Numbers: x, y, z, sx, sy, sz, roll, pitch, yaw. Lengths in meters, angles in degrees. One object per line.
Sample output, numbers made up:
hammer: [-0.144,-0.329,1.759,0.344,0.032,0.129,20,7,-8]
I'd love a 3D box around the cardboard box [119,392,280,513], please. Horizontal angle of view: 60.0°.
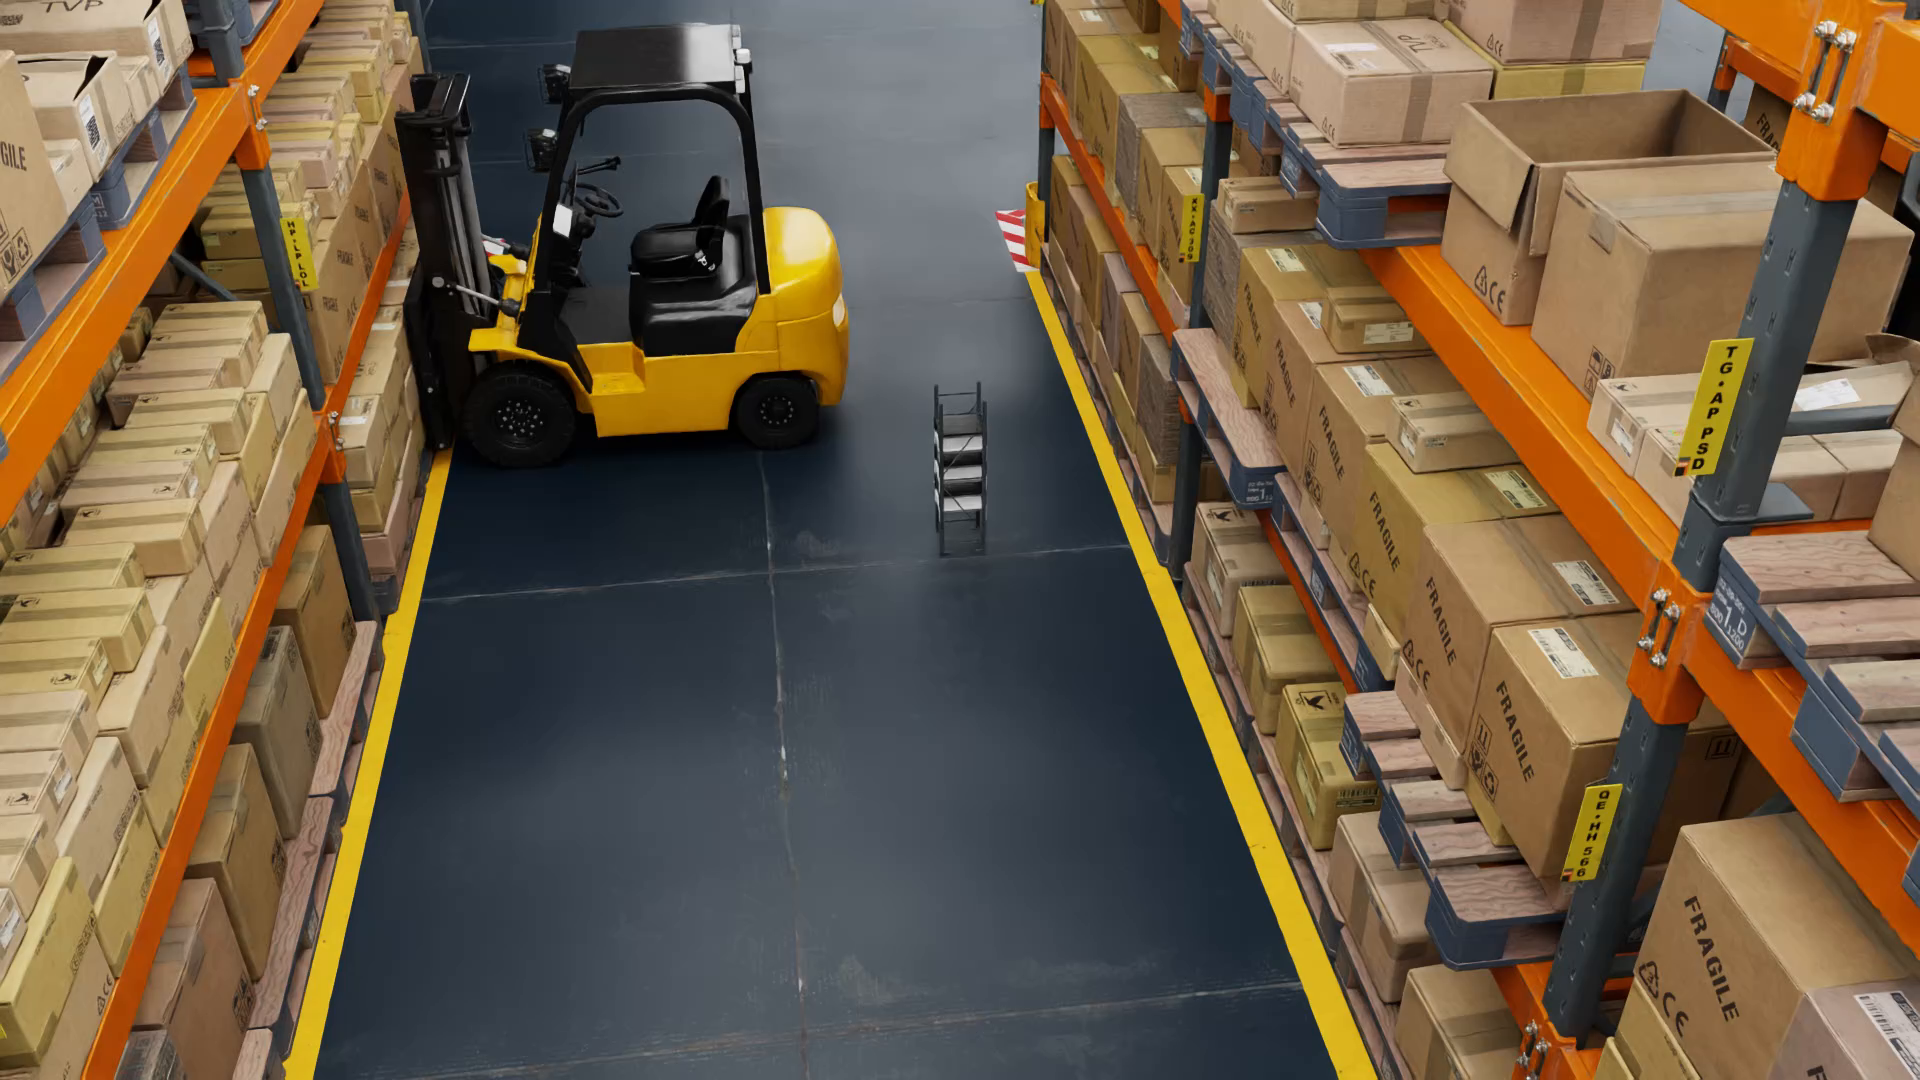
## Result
cardboard box: [-2.937,-0.320,6.374,0.500,0.250,0.500,-5,35,-8]

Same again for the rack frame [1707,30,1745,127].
rack frame: [5.939,-3.758,11.730,1.000,3.000,0.127,-4,35,-6]

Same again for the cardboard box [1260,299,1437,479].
cardboard box: [1.486,-0.593,6.359,0.500,0.500,0.500,-5,35,-7]

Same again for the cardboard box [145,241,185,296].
cardboard box: [-3.630,-1.186,7.290,0.380,0.149,0.250,-5,35,-7]

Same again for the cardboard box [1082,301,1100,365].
cardboard box: [1.029,-1.304,10.197,0.500,0.250,0.500,-2,34,-3]

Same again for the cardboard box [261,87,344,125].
cardboard box: [-3.384,-2.200,8.514,0.380,0.149,0.250,-4,35,-6]

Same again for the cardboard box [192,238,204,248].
cardboard box: [-3.724,-1.266,7.985,0.500,0.500,0.500,-4,34,-6]

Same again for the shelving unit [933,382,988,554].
shelving unit: [0.001,-0.367,8.619,0.258,0.900,0.210,-4,35,-6]

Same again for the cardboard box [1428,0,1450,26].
cardboard box: [1.871,-1.848,6.023,0.500,0.250,0.500,-4,34,-6]

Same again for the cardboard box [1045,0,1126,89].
cardboard box: [0.837,-3.206,10.566,0.500,0.500,0.500,-5,35,-7]

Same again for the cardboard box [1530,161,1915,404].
cardboard box: [2.006,-0.673,4.450,0.700,0.500,0.500,-4,35,-6]

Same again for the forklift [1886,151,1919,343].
forklift: [4.019,0.050,6.203,3.031,2.935,1.130,17,38,24]

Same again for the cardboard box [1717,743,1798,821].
cardboard box: [2.293,0.531,4.710,0.500,0.500,0.500,-5,35,-8]

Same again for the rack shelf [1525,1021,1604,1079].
rack shelf: [2.393,2.551,3.111,1.077,0.370,4.000,-4,35,-6]

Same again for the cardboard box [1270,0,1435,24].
cardboard box: [1.344,-2.018,5.830,0.500,0.250,0.500,-5,35,-7]

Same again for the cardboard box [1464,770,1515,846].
cardboard box: [1.739,0.759,4.952,0.380,0.149,0.250,-4,34,-6]

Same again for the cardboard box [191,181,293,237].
cardboard box: [-3.223,-1.487,7.468,0.380,0.149,0.250,-4,34,-6]

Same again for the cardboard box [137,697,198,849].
cardboard box: [-2.751,0.743,5.257,0.500,0.250,0.500,-5,35,-8]

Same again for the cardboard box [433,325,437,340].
cardboard box: [-3.348,-1.377,9.861,0.500,0.250,0.500,-5,35,-7]

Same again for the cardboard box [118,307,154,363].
cardboard box: [-3.498,-0.814,6.744,0.380,0.149,0.250,-5,35,-7]

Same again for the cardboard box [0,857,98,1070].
cardboard box: [-2.587,1.103,4.286,0.500,0.250,0.500,-4,35,-6]

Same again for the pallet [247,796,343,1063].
pallet: [-3.027,1.526,6.452,1.003,0.211,1.213,-4,35,-6]

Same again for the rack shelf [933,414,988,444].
rack shelf: [0.001,-0.563,8.485,0.258,0.077,0.200,-4,35,-6]

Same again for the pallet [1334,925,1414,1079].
pallet: [2.020,1.854,5.971,1.003,0.211,1.213,-4,35,-6]

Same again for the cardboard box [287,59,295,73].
cardboard box: [-3.982,-2.620,9.395,0.380,0.149,0.250,-6,35,-8]

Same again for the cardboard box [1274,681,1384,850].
cardboard box: [1.854,0.899,6.856,0.950,0.372,0.625,-3,34,-5]

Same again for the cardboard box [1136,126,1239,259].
cardboard box: [1.204,-1.775,8.466,0.500,0.500,0.500,-3,34,-5]

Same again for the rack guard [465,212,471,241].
rack guard: [-3.873,-1.929,11.266,1.175,0.500,0.348,-4,35,-6]

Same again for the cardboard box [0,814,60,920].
cardboard box: [-2.582,0.857,4.292,0.380,0.149,0.250,-4,34,-5]

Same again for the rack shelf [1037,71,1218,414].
rack shelf: [1.317,-1.913,9.662,1.077,0.370,4.000,-4,35,-6]

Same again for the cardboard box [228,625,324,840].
cardboard box: [-3.154,0.815,6.755,0.875,0.625,0.625,-5,35,-7]

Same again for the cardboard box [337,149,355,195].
cardboard box: [-3.207,-1.801,8.193,0.380,0.149,0.250,-5,35,-7]

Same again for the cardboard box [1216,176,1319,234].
cardboard box: [1.299,-1.411,6.984,0.380,0.149,0.250,-5,35,-7]

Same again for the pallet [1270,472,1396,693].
pallet: [1.817,0.115,6.216,1.003,0.211,1.213,-4,35,-6]

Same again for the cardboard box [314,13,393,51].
cardboard box: [-3.487,-2.918,9.568,0.380,0.149,0.250,-4,34,-5]

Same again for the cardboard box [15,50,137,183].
cardboard box: [-2.890,-1.320,5.106,0.500,0.311,0.500,-5,35,-8]

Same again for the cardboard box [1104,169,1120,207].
cardboard box: [1.025,-2.000,9.372,0.380,0.149,0.250,-4,34,-6]

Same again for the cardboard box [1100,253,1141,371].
cardboard box: [1.100,-1.320,9.555,0.500,0.500,0.500,-3,34,-4]

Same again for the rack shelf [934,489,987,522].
rack shelf: [0.001,-0.191,8.739,0.258,0.077,0.200,-4,35,-6]

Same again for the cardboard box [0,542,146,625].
cardboard box: [-2.860,0.149,5.332,0.380,0.149,0.250,-4,35,-6]

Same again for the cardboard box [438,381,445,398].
cardboard box: [-3.286,-0.902,9.607,0.500,0.250,0.500,-3,34,-5]

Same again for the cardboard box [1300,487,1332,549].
cardboard box: [1.495,-0.103,6.216,0.380,0.149,0.250,-3,34,-5]

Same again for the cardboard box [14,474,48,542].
cardboard box: [-3.378,-0.098,5.694,0.380,0.149,0.250,-5,35,-7]

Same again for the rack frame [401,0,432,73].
rack frame: [-3.870,-2.949,10.542,1.000,3.000,0.127,-4,35,-6]

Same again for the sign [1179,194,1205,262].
sign: [1.049,-1.407,7.511,0.100,0.325,0.005,-4,35,-6]

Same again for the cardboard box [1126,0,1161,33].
cardboard box: [1.394,-3.353,9.894,0.700,0.500,0.500,-4,34,-6]

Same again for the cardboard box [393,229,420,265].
cardboard box: [-3.347,-1.601,9.744,0.500,0.250,0.500,-4,34,-6]

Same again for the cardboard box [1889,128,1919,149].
cardboard box: [6.193,-2.696,10.039,0.875,0.550,0.500,-4,35,-6]

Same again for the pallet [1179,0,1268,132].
pallet: [1.563,-1.904,6.512,1.213,0.211,1.003,-4,35,-6]

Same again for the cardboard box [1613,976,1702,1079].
cardboard box: [1.947,1.294,4.005,0.500,0.250,0.500,-5,35,-7]

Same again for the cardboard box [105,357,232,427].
cardboard box: [-3.033,-0.569,6.385,0.380,0.149,0.250,-4,35,-6]

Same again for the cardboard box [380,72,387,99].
cardboard box: [-3.403,-2.511,9.235,0.380,0.149,0.250,-5,35,-8]

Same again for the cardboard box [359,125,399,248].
cardboard box: [-3.336,-1.879,8.884,0.500,0.500,0.500,-4,34,-6]
